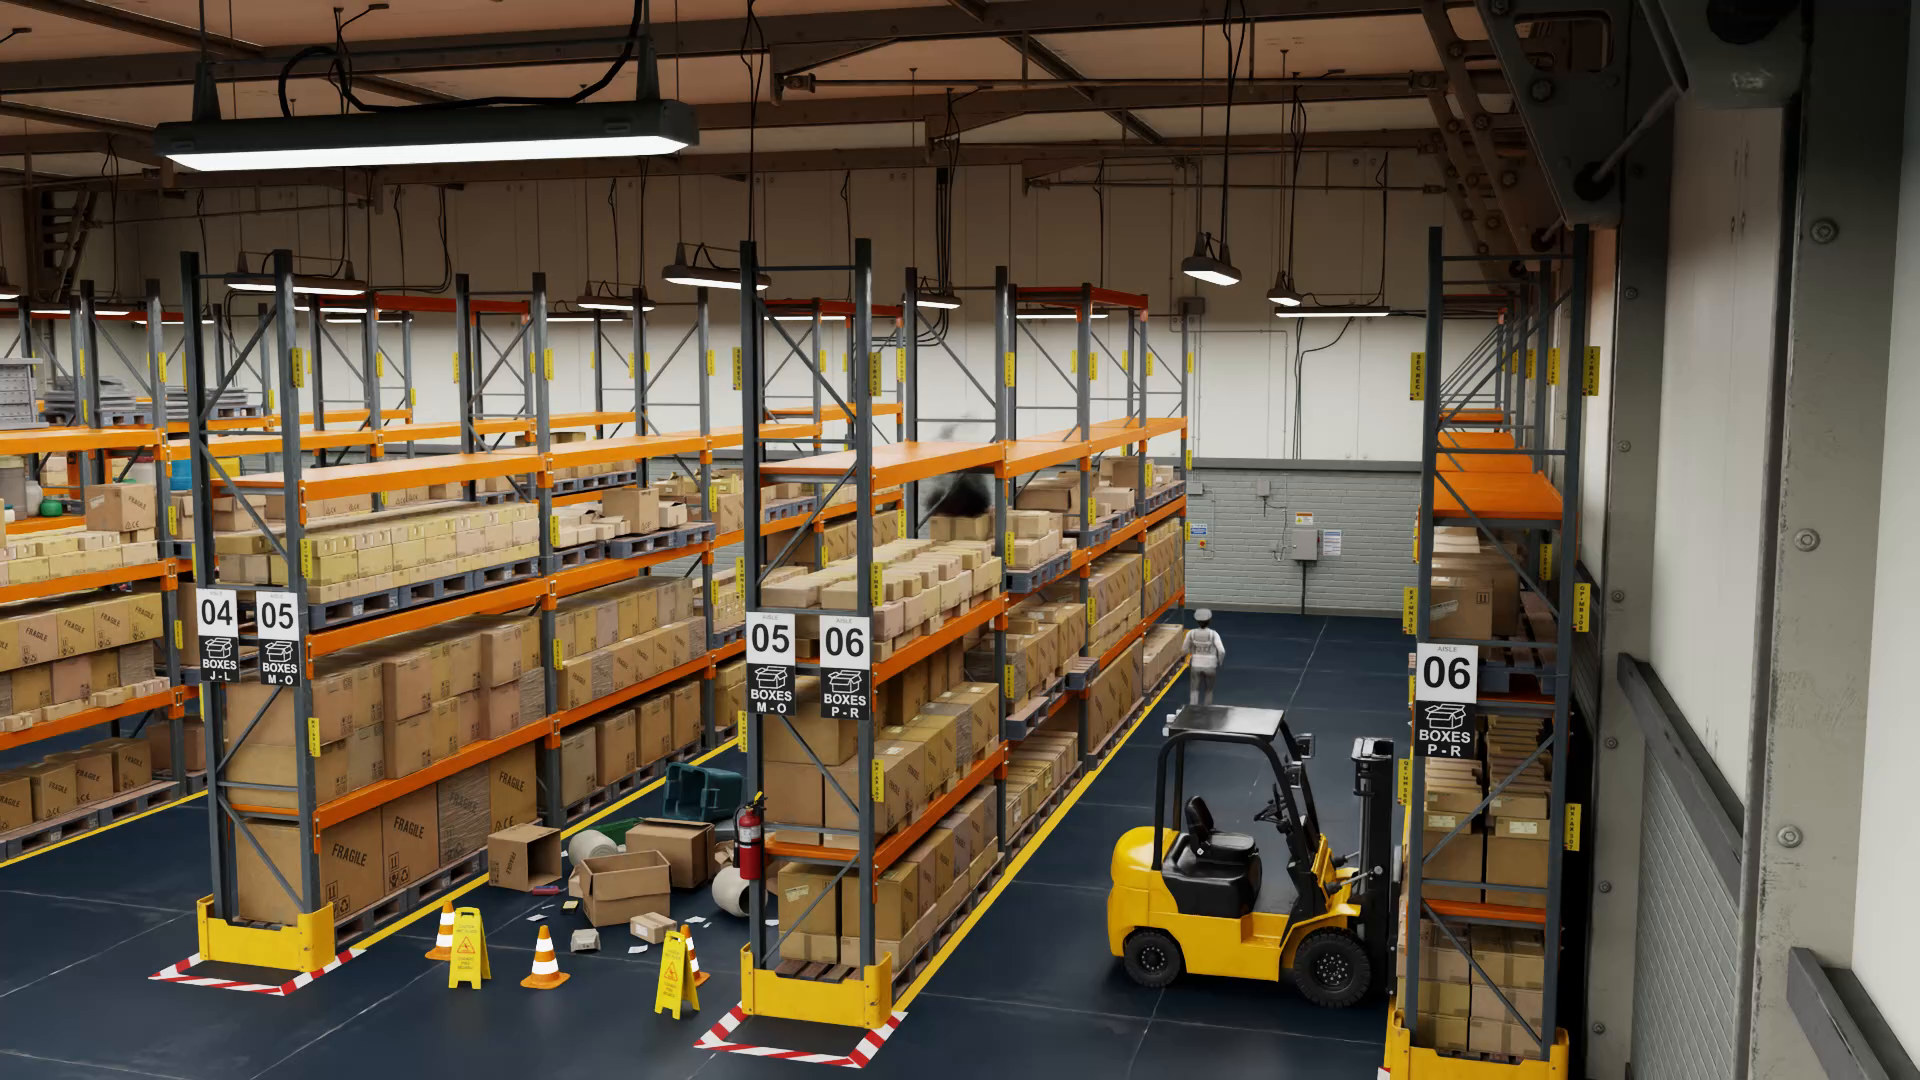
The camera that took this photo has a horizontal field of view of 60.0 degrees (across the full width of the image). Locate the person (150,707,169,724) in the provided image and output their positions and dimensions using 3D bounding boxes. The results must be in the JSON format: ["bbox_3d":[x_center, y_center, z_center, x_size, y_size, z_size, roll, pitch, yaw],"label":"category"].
[{"bbox_3d":[-10.516,1.933,21.780,0.516,1.634,0.684,1,7,12],"label":"person"}]

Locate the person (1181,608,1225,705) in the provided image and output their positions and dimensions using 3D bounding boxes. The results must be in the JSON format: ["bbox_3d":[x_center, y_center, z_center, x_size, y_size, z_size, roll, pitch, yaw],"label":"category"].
[{"bbox_3d":[3.366,1.769,23.003,0.624,1.659,0.757,2,7,16],"label":"person"}]
